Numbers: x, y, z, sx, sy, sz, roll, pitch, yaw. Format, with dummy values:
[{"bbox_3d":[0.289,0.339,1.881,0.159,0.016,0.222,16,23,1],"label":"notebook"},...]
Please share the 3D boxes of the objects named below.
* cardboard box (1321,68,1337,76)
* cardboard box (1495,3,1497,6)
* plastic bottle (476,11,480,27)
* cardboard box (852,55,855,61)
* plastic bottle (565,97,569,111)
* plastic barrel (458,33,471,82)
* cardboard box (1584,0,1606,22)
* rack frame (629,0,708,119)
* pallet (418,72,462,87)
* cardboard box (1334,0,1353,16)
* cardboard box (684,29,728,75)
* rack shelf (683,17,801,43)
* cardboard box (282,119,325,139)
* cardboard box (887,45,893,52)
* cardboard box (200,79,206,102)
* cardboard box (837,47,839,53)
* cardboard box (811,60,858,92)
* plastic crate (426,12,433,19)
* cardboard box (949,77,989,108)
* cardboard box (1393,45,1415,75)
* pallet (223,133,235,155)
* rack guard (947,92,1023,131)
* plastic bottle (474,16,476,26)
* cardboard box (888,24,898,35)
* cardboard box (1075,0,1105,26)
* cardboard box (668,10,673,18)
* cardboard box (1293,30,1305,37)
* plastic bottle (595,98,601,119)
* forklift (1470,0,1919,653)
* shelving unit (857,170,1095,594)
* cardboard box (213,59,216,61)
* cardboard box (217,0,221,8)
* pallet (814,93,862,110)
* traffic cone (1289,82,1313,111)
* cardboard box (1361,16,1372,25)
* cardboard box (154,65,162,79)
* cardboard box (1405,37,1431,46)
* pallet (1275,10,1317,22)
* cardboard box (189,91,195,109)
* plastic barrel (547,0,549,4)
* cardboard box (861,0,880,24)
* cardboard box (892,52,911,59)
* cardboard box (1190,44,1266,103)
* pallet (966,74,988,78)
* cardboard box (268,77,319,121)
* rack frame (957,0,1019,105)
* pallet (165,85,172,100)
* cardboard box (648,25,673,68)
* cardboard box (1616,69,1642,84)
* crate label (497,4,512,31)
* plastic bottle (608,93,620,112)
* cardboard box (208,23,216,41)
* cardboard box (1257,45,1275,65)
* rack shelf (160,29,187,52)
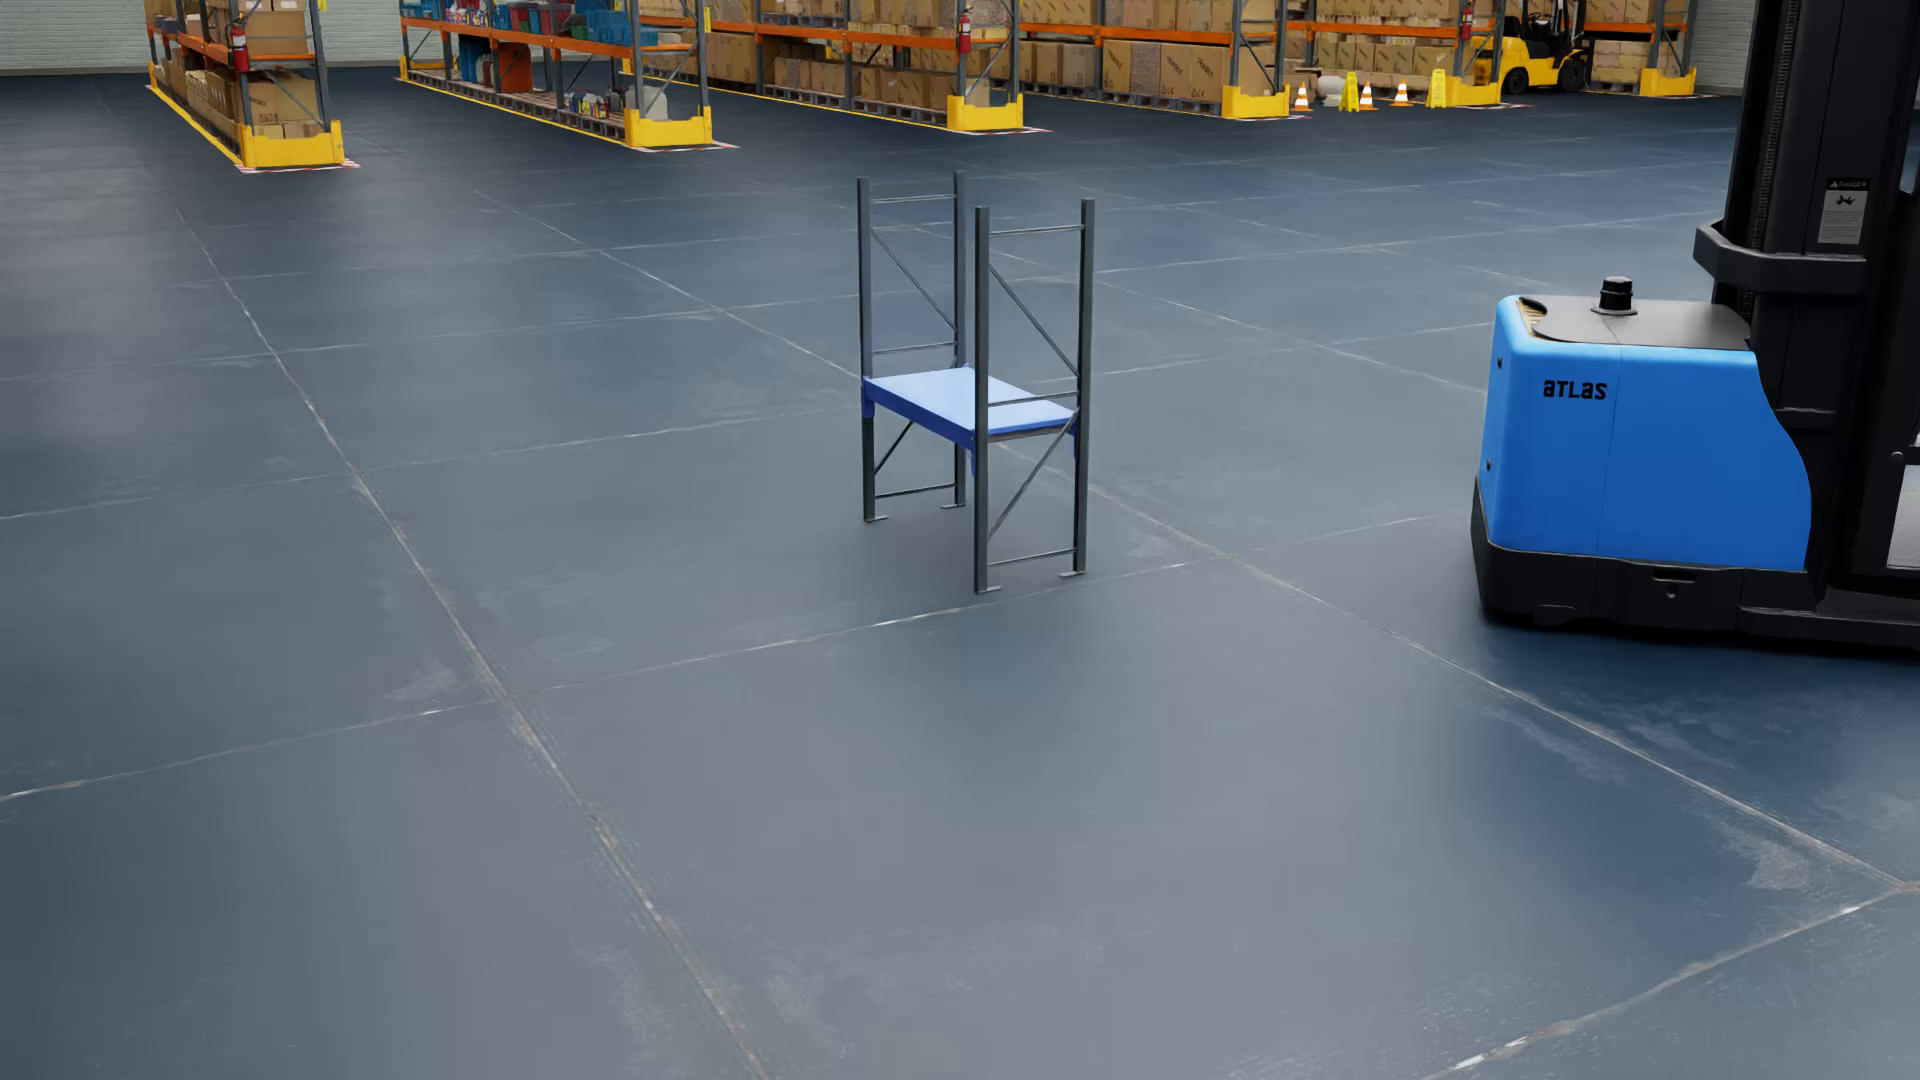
[{"bbox_3d":[7.283,-9.014,32.226,0.500,0.250,0.500,-11,22,-29],"label":"cardboard box"},{"bbox_3d":[11.149,-11.363,34.926,0.500,0.250,0.500,-10,22,-28],"label":"cardboard box"},{"bbox_3d":[-8.640,-9.375,29.900,0.097,0.271,0.097,0,19,0],"label":"plastic bottle"},{"bbox_3d":[-2.454,-11.403,39.305,0.380,0.149,0.250,-10,21,-26],"label":"cardboard box"},{"bbox_3d":[-6.026,-6.720,25.624,0.097,0.201,0.097,0,19,0],"label":"plastic bottle"},{"bbox_3d":[-9.395,-9.368,32.255,0.600,0.901,0.708,-10,21,-27],"label":"plastic barrel"},{"bbox_3d":[12.560,-10.393,32.498,0.500,0.500,0.500,-10,22,-28],"label":"cardboard box"},{"bbox_3d":[-3.940,-6.876,22.458,1.000,3.000,0.127,-10,21,-27],"label":"rack frame"},{"bbox_3d":[-10.605,-9.558,34.507,1.003,0.211,1.213,-10,21,-27],"label":"pallet"},{"bbox_3d":[7.463,-10.204,31.495,0.500,0.500,0.500,-10,21,-27],"label":"cardboard box"},{"bbox_3d":[-4.958,-10.101,34.419,1.225,0.875,0.875,-10,21,-26],"label":"cardboard box"},{"bbox_3d":[-4.330,-10.173,33.118,1.077,0.370,4.000,-10,21,-27],"label":"rack shelf"},{"bbox_3d":[-8.360,-5.196,21.164,0.500,0.250,0.500,-10,21,-27],"label":"cardboard box"},{"bbox_3d":[-1.421,-11.088,37.480,0.380,0.149,0.250,-10,21,-26],"label":"cardboard box"},{"bbox_3d":[-10.898,-6.642,24.492,0.500,0.311,0.500,-9,21,-25],"label":"cardboard box"},{"bbox_3d":[-2.743,-11.776,39.932,0.380,0.149,0.250,-9,21,-24],"label":"cardboard box"},{"bbox_3d":[-2.230,-8.297,29.736,0.700,0.500,0.500,-12,22,-31],"label":"cardboard box"},{"bbox_3d":[-10.407,-10.498,33.287,0.437,0.125,0.590,-10,21,-27],"label":"plastic crate"},{"bbox_3d":[0.137,-6.841,25.548,0.500,0.500,0.500,-6,20,-17],"label":"cardboard box"},{"bbox_3d":[8.279,-8.770,30.370,0.500,0.500,0.500,-9,21,-25],"label":"cardboard box"},{"bbox_3d":[-9.277,-5.354,22.324,1.003,0.211,1.213,-10,21,-27],"label":"pallet"},{"bbox_3d":[0.382,-6.483,25.152,1.175,0.500,0.348,-10,21,-27],"label":"rack guard"},{"bbox_3d":[-8.733,-9.398,30.073,0.097,0.201,0.097,0,19,0],"label":"plastic bottle"},{"bbox_3d":[-0.920,-8.135,26.494,0.380,0.149,0.250,-10,21,-27],"label":"cardboard box"},{"bbox_3d":[2.449,-9.686,30.449,0.500,0.500,0.500,-10,21,-27],"label":"cardboard box"},{"bbox_3d":[-5.957,-11.153,35.240,0.380,0.149,0.250,-10,22,-28],"label":"cardboard box"},{"bbox_3d":[8.304,-12.278,40.309,0.380,0.149,0.250,-10,21,-27],"label":"cardboard box"},{"bbox_3d":[-5.270,-6.289,24.250,0.061,0.283,0.133,-9,21,-25],"label":"plastic bottle"},{"bbox_3d":[3.530,-1.108,5.850,3.031,2.935,1.130,4,20,13],"label":"forklift"},{"bbox_3d":[0.041,-0.684,6.816,0.538,1.500,1.048,-10,21,-27],"label":"shelving unit"},{"bbox_3d":[-13.513,-8.483,30.275,0.500,0.500,0.500,-10,21,-27],"label":"cardboard box"},{"bbox_3d":[-9.628,-7.135,22.063,0.380,0.149,0.250,-11,22,-28],"label":"cardboard box"},{"bbox_3d":[-1.852,-7.696,29.111,1.003,0.211,1.213,-10,21,-27],"label":"pallet"},{"bbox_3d":[5.829,-7.555,28.317,0.336,0.463,0.334,-10,21,-27],"label":"traffic cone"},{"bbox_3d":[7.707,-9.698,31.024,0.380,0.149,0.250,-10,21,-26],"label":"cardboard box"},{"bbox_3d":[-15.653,-9.267,32.930,0.500,0.250,0.500,-10,21,-27],"label":"cardboard box"},{"bbox_3d":[8.297,-9.022,30.107,0.380,0.149,0.250,-9,21,-25],"label":"cardboard box"},{"bbox_3d":[7.006,-10.477,33.190,1.003,0.211,1.213,-10,21,-27],"label":"pallet"},{"bbox_3d":[-11.871,-6.965,26.288,0.500,0.250,0.500,-11,22,-28],"label":"cardboard box"},{"bbox_3d":[-6.655,-8.731,27.628,0.433,0.535,0.433,0,19,0],"label":"plastic barrel"},{"bbox_3d":[-1.115,-8.691,27.111,0.875,0.500,0.500,-10,21,-27],"label":"cardboard box"},{"bbox_3d":[-1.296,-10.859,37.274,0.380,0.149,0.250,-10,21,-26],"label":"cardboard box"},{"bbox_3d":[4.451,-7.761,27.636,0.875,0.875,0.875,-10,21,-26],"label":"cardboard box"},{"bbox_3d":[0.663,-9.585,34.585,1.003,0.211,1.213,-10,21,-27],"label":"pallet"},{"bbox_3d":[-8.599,-5.694,21.457,0.500,0.500,0.500,-10,21,-27],"label":"cardboard box"},{"bbox_3d":[0.418,-7.643,24.682,1.000,3.000,0.127,-10,21,-27],"label":"rack frame"},{"bbox_3d":[-14.325,-8.433,31.248,1.003,0.211,1.213,-10,21,-27],"label":"pallet"},{"bbox_3d":[-6.373,-10.997,37.017,0.875,0.875,0.875,-10,21,-27],"label":"cardboard box"},{"bbox_3d":[13.005,-8.932,31.990,0.500,0.250,0.500,-10,21,-26],"label":"cardboard box"},{"bbox_3d":[-7.506,-8.862,28.160,0.502,0.435,0.616,-10,21,-27],"label":"crate label"},{"bbox_3d":[-5.308,-6.719,25.505,0.152,0.276,0.135,-10,21,-27],"label":"plastic bottle"},{"bbox_3d":[-10.780,-7.418,24.236,0.396,0.266,0.258,-11,22,-28],"label":"cardboard box"},{"bbox_3d":[5.688,-9.218,31.918,0.500,0.500,0.500,-10,21,-27],"label":"cardboard box"},{"bbox_3d":[-13.050,-8.640,28.674,1.077,0.370,4.000,-10,21,-27],"label":"rack shelf"}]
